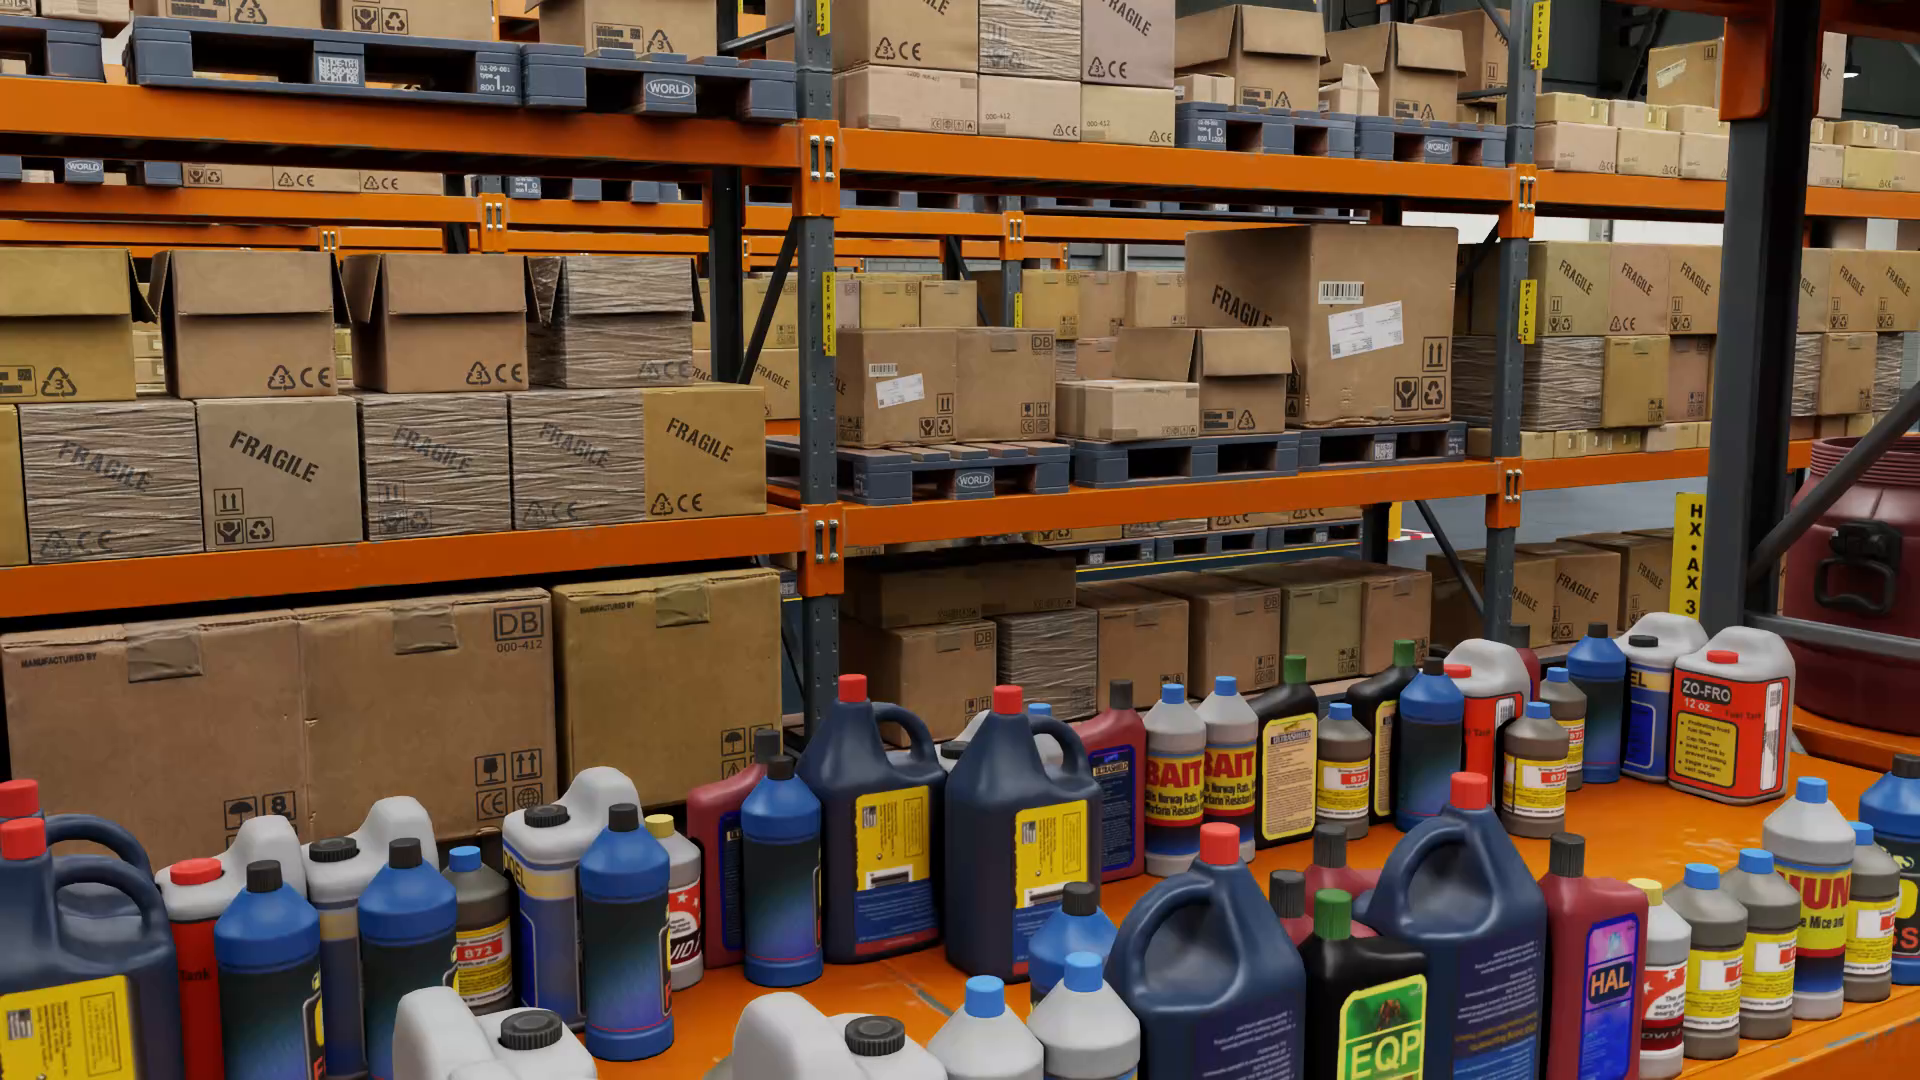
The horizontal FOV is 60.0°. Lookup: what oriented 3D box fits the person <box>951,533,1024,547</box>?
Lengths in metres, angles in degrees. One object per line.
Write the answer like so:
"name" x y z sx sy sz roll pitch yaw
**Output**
"person" 0.109 -0.181 9.967 0.626 1.800 0.442 7 11 42
